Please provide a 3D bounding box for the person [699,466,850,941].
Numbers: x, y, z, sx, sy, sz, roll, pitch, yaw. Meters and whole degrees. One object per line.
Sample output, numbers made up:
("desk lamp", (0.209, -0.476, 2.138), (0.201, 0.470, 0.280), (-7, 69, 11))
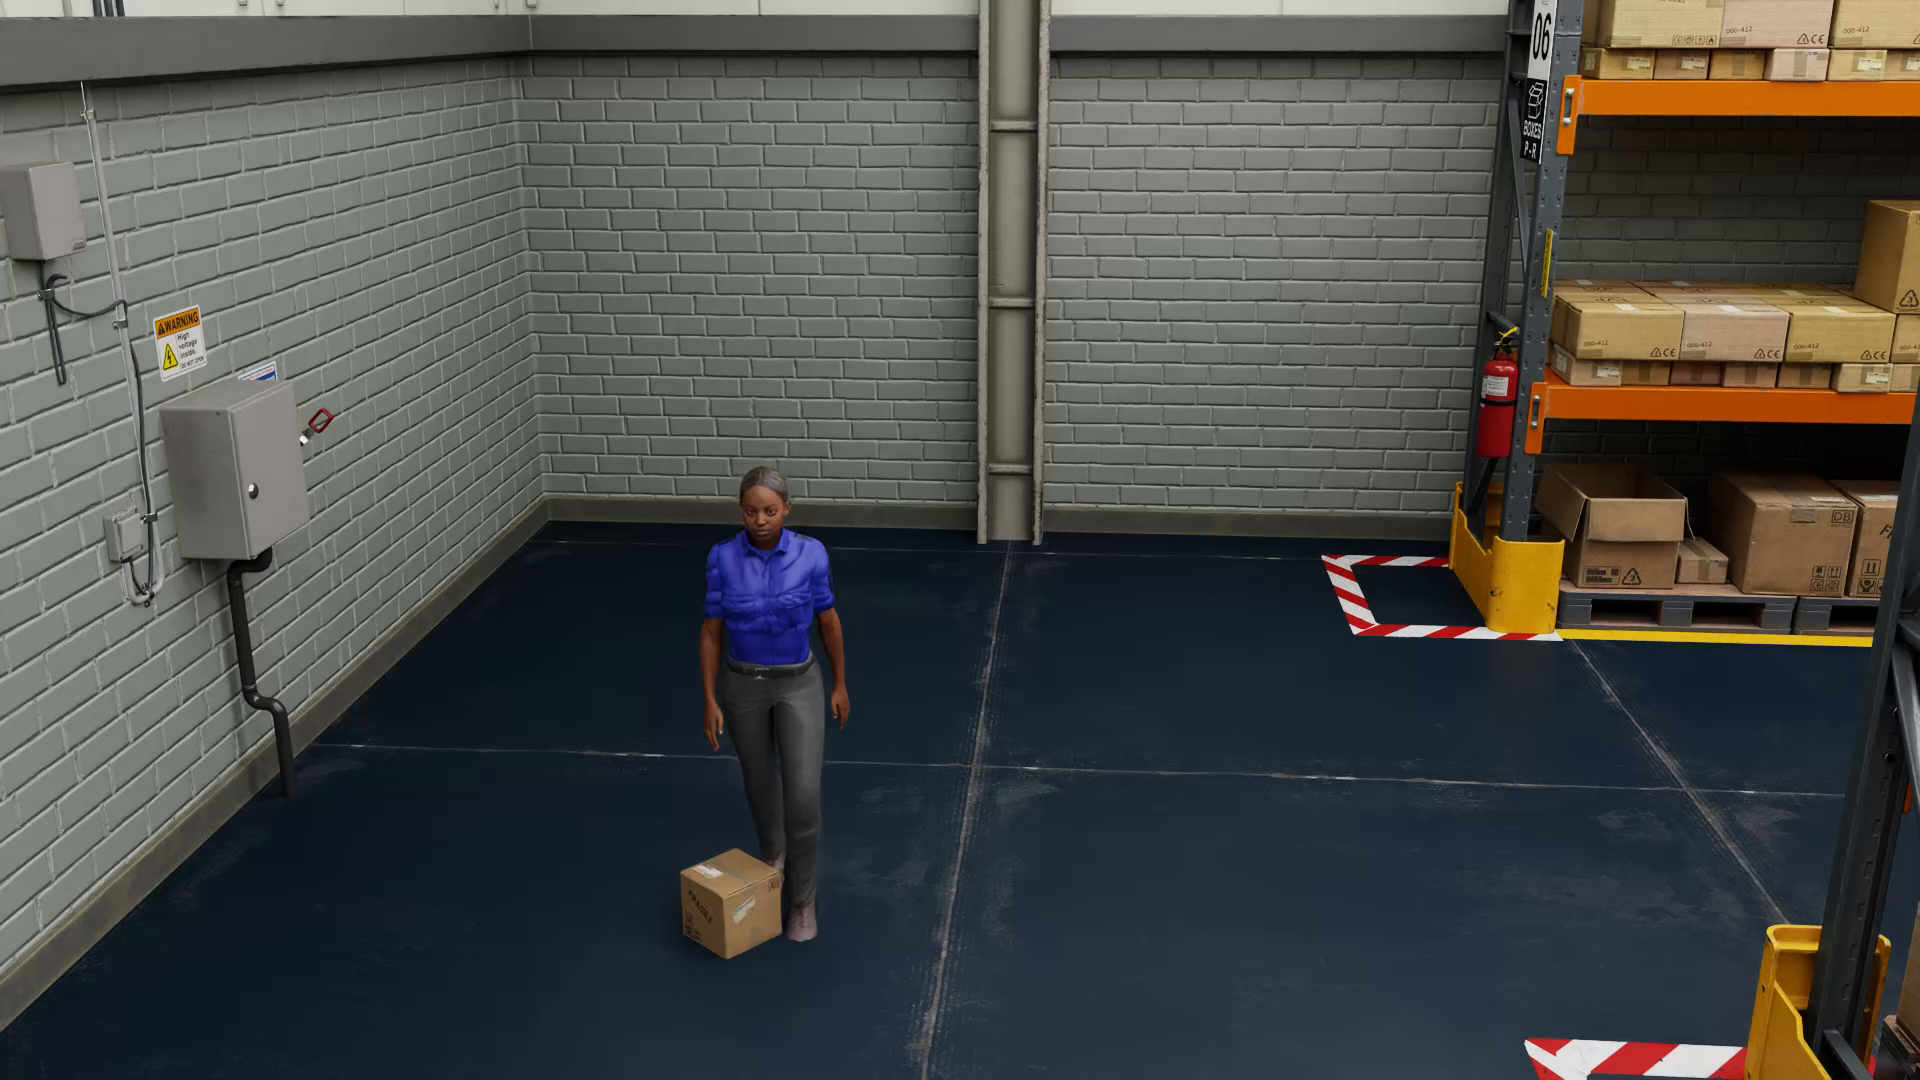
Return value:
("person", (-0.644, 0.573, 5.849), (0.504, 1.734, 0.581), (0, 18, 0))
